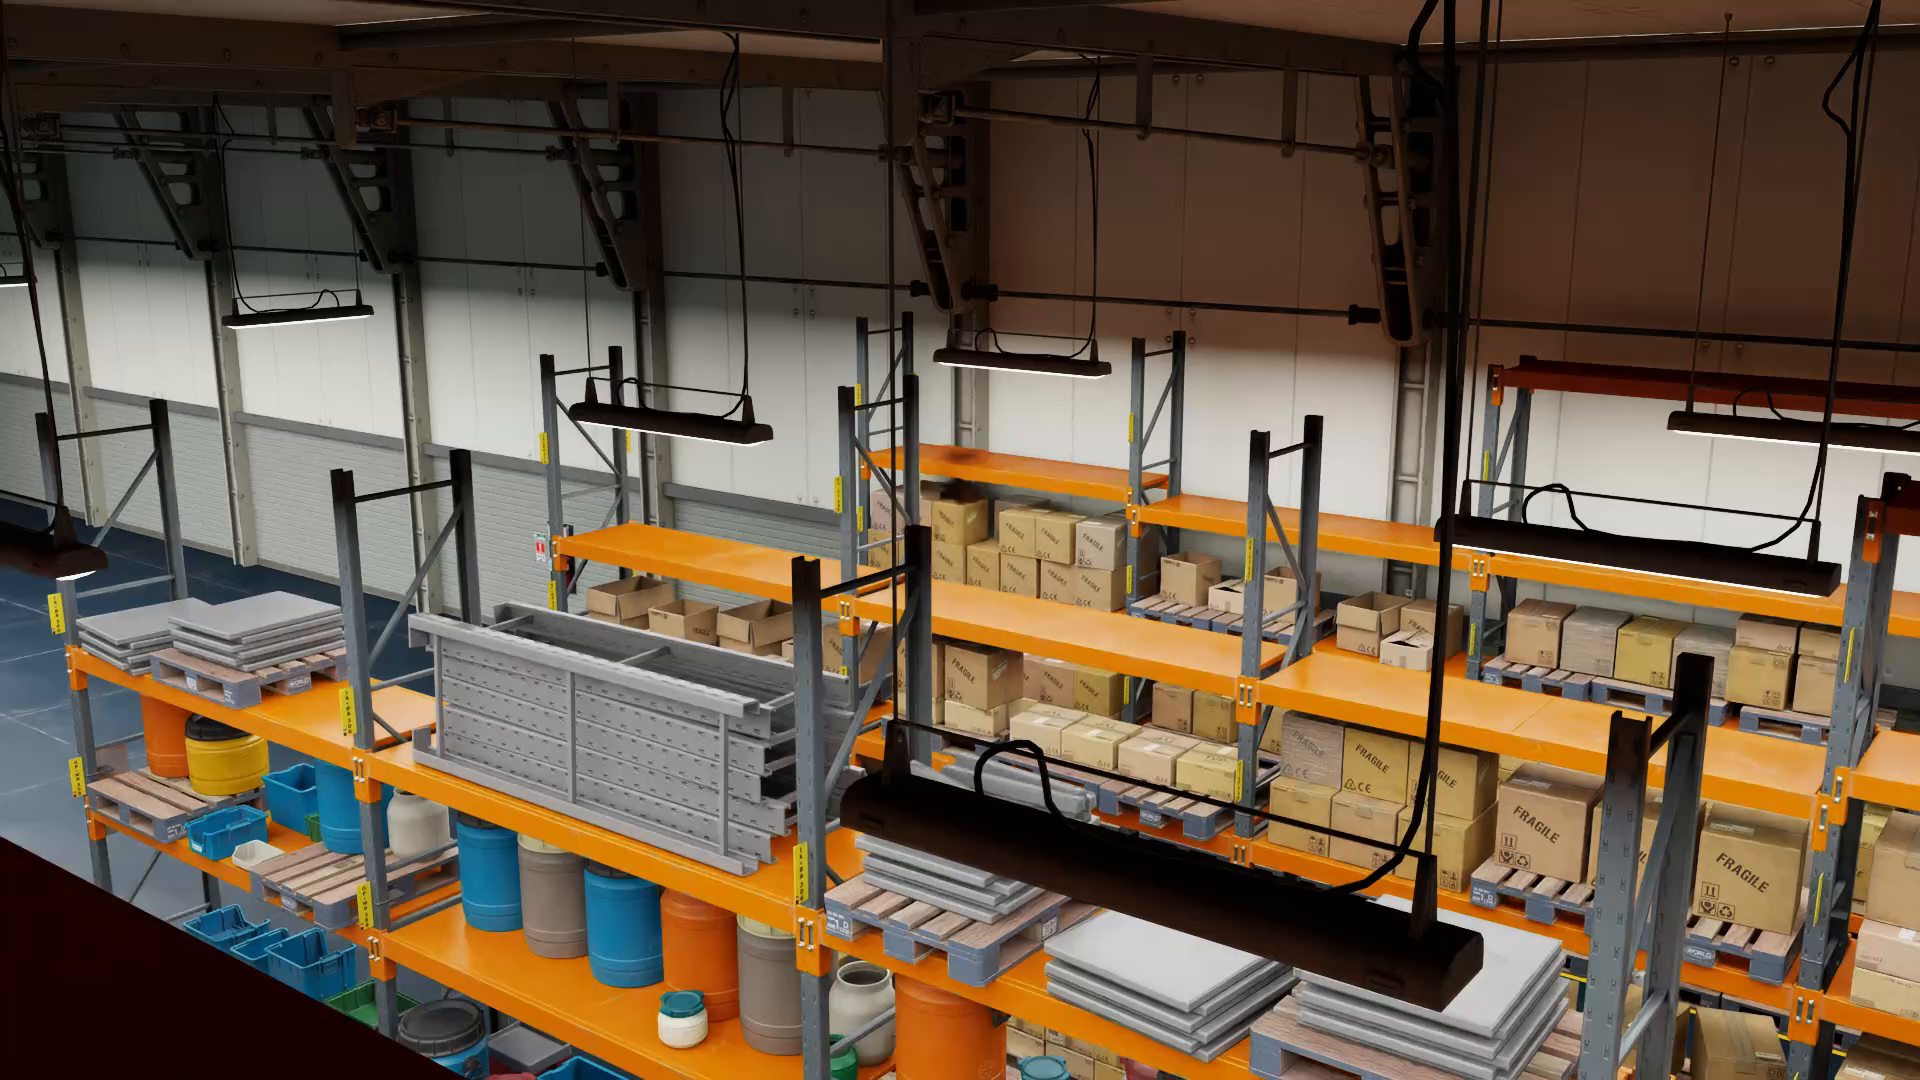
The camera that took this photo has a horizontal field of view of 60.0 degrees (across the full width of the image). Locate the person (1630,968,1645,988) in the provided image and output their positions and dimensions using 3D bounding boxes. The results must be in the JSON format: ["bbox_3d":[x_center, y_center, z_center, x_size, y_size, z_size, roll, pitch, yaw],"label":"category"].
[{"bbox_3d":[5.986,3.928,14.679,0.975,1.639,0.500,8,15,30],"label":"person"}]
